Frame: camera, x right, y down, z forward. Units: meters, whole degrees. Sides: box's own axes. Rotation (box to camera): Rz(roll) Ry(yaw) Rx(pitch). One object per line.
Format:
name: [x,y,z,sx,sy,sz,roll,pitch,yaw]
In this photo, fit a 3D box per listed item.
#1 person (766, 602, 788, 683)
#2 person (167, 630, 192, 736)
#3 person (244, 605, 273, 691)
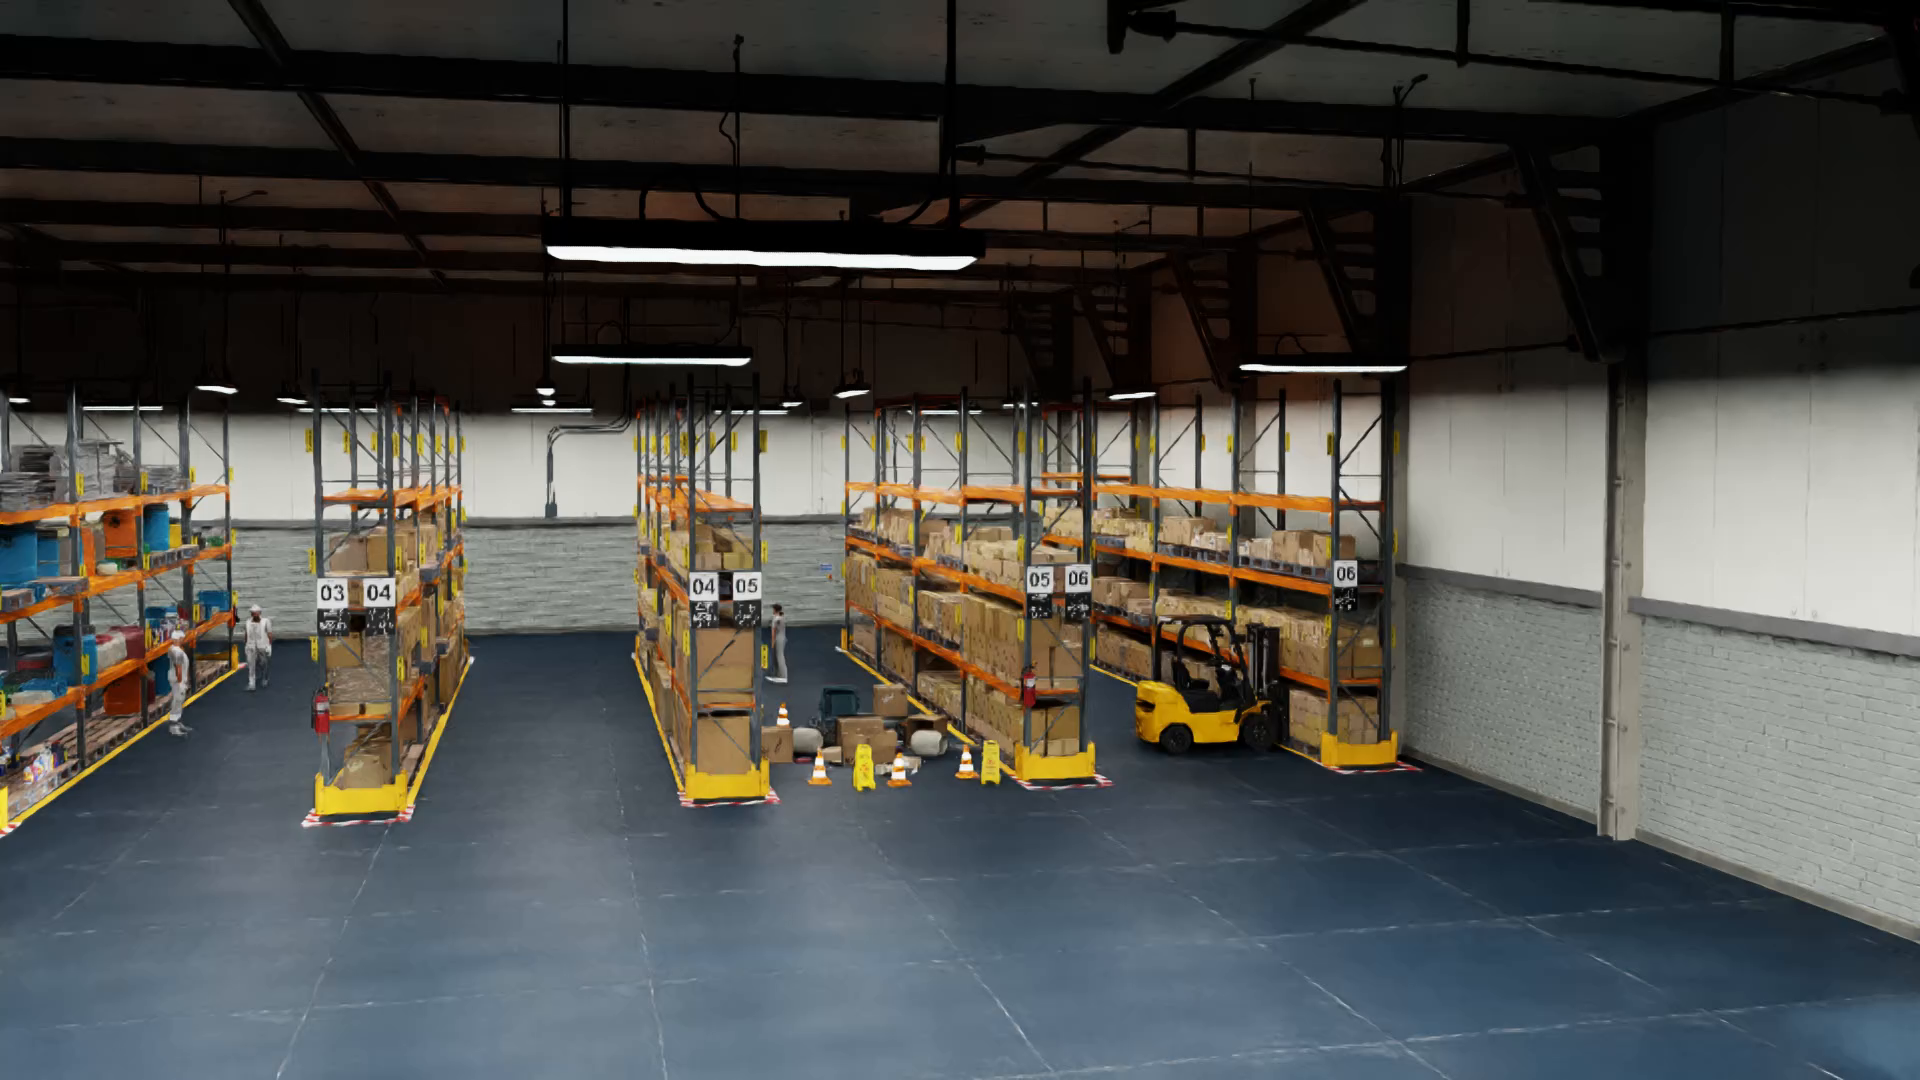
person: [-3.845,2.261,34.918,0.569,1.417,0.562,1,3,15]
person: [-13.410,2.435,28.580,0.393,1.793,0.669,-2,4,-31]
person: [-14.306,2.180,33.898,0.579,1.732,1.042,-1,3,-15]
